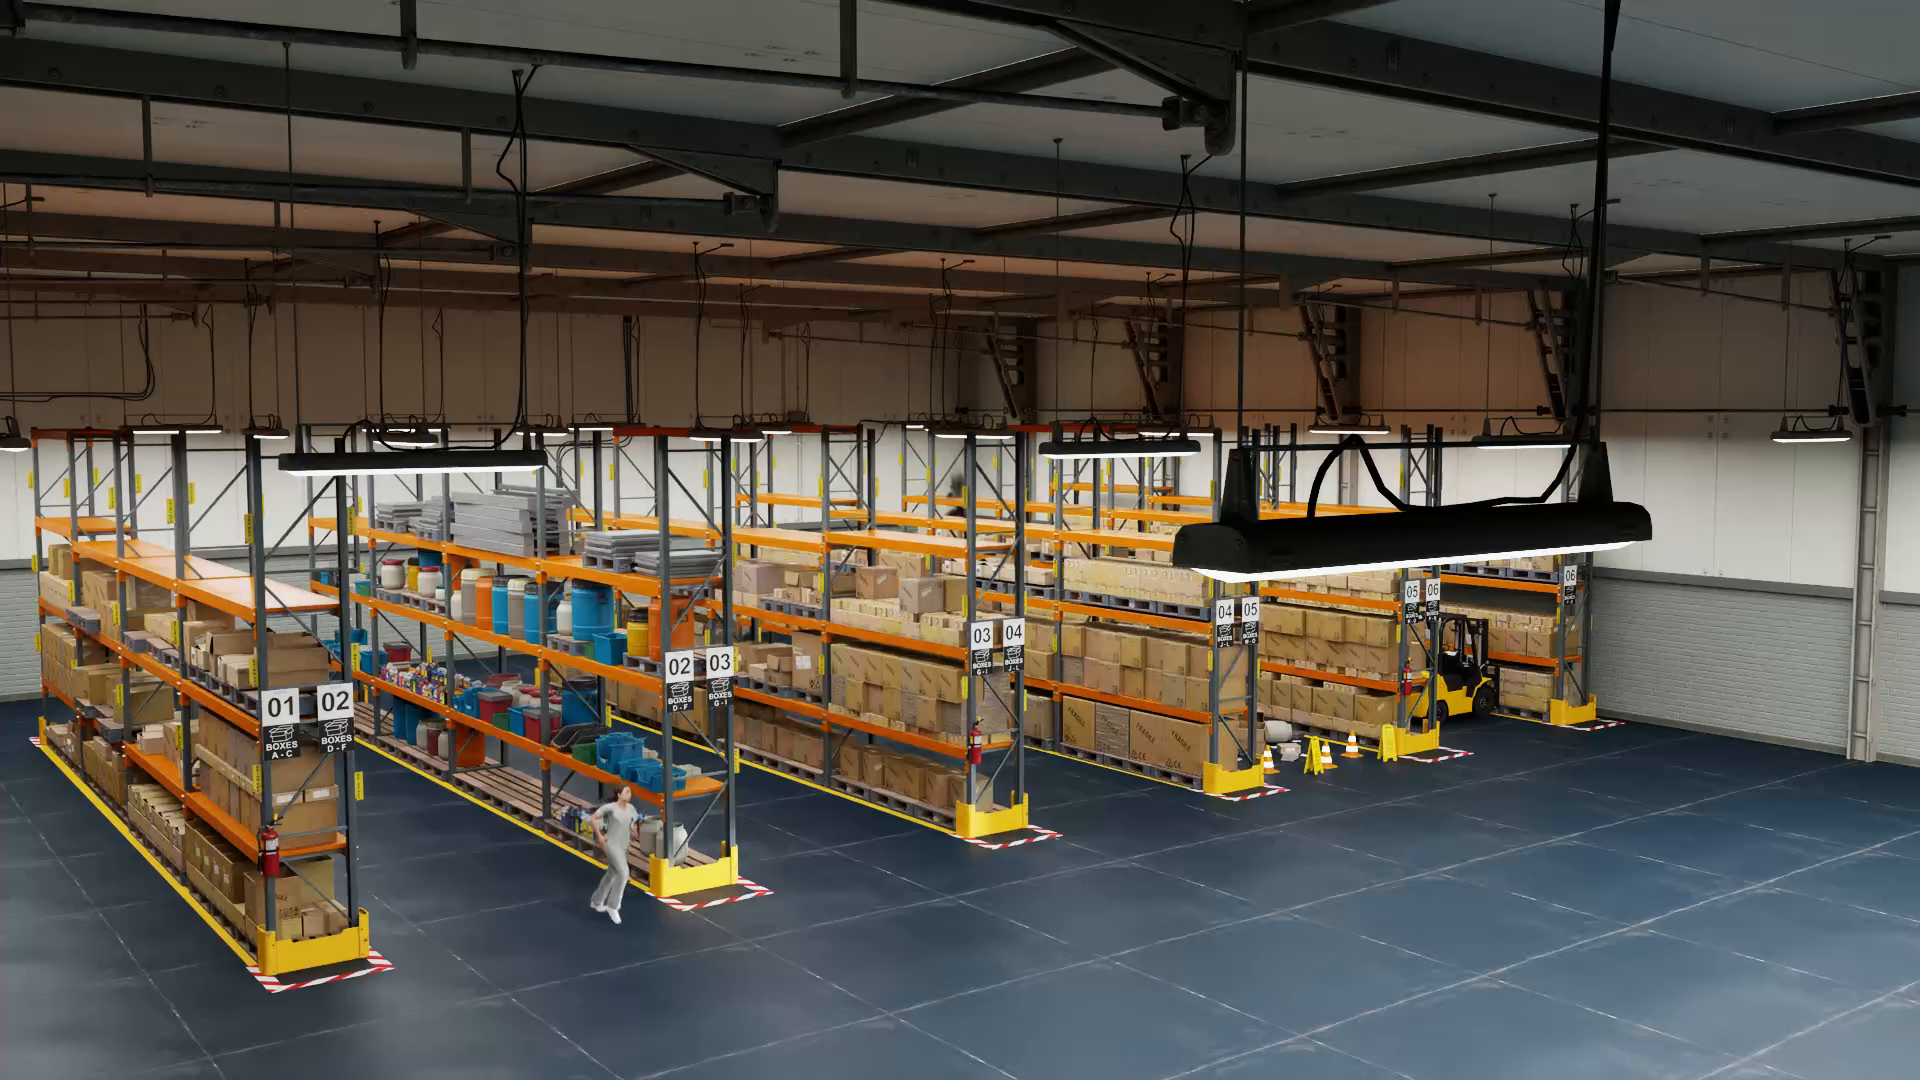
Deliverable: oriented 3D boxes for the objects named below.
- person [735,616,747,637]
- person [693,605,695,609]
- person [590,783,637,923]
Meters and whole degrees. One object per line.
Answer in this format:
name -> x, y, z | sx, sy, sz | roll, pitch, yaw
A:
person -> -5.485, 2.292, 41.794 | 0.488, 1.556, 0.608 | 0, 4, -1
person -> -6.562, 2.371, 39.666 | 0.815, 1.745, 0.740 | -1, 5, -8
person -> -4.313, 3.879, 20.854 | 0.691, 1.680, 0.587 | 3, 5, 32
